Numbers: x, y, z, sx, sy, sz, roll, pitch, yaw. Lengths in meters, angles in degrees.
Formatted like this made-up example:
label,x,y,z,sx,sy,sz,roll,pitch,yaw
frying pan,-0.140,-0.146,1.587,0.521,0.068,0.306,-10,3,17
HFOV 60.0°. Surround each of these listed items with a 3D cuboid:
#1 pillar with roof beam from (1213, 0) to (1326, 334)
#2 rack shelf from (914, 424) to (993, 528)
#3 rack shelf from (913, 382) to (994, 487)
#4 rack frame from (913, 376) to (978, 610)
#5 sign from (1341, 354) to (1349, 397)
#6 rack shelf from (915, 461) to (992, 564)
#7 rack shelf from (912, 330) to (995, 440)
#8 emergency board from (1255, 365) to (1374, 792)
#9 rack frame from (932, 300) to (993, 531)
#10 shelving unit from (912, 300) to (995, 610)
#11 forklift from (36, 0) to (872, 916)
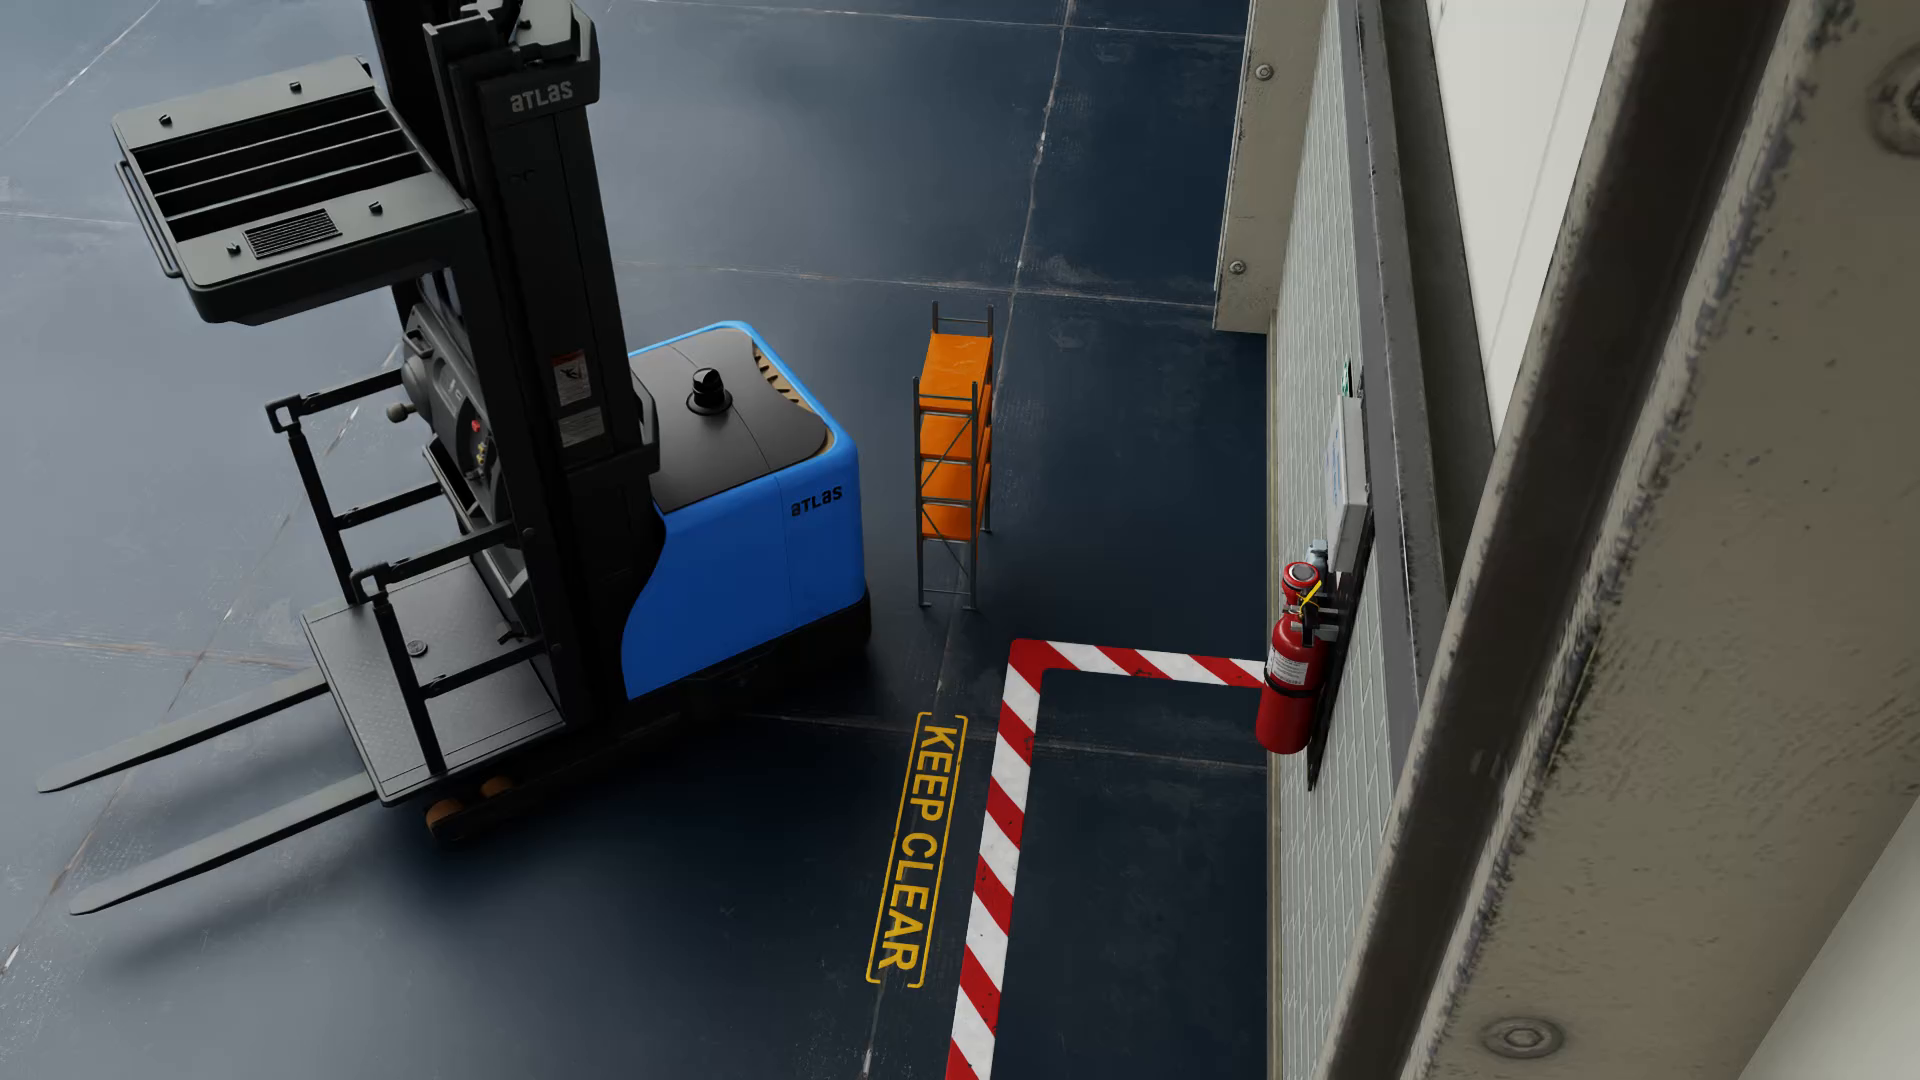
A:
label,x,y,z,sx,sy,sz,roll,pitch,yaw
pillar with roof beam,-2.812,-4.843,5.842,9.100,9.000,0.400,5,44,6
rack shelf,-0.022,-0.274,6.787,0.258,0.148,0.480,5,44,6
rack shelf,-0.022,-0.436,6.633,0.258,0.148,0.480,5,44,6
rack frame,-0.054,-0.157,6.565,0.240,1.200,0.015,5,44,6
sign,1.192,-0.435,5.139,0.001,0.109,0.331,5,44,6
rack shelf,-0.022,-0.130,6.923,0.258,0.148,0.480,5,44,6
rack shelf,-0.022,-0.608,6.470,0.258,0.148,0.480,5,44,6
emergency board,1.026,0.135,4.948,0.194,1.169,0.643,5,44,6
rack frame,0.010,-0.489,6.916,0.240,1.200,0.015,5,44,6
shelving unit,-0.022,-0.323,6.741,0.258,1.200,0.503,5,44,6
forklift,-1.885,-0.376,5.538,3.031,2.935,1.130,-23,48,-22
